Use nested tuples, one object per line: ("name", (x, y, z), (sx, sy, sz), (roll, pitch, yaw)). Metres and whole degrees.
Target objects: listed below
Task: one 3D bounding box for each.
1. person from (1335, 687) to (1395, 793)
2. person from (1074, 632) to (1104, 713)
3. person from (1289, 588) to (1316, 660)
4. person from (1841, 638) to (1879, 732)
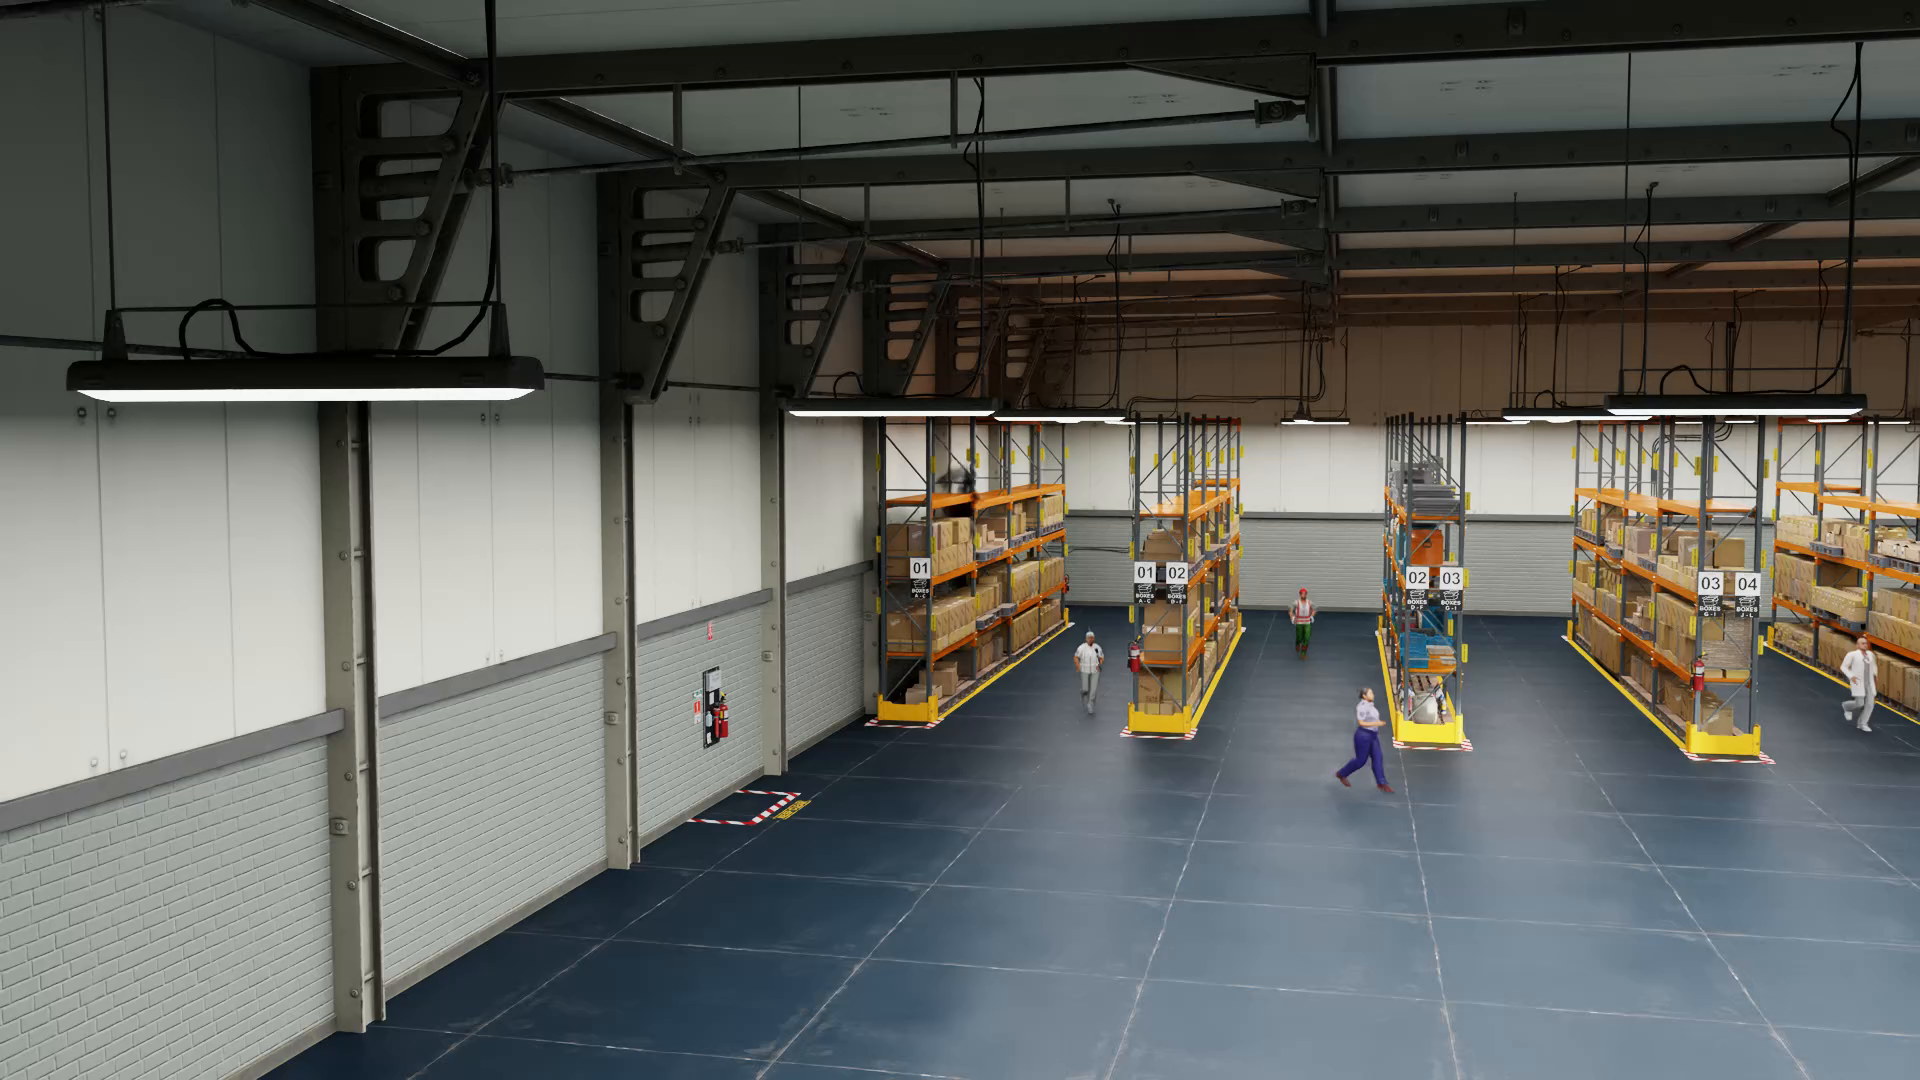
("person", (6.362, 3.118, 26.073), (0.923, 1.654, 0.604), (2, 5, 32))
("person", (2.607, 2.658, 33.422), (0.608, 1.623, 0.549), (0, 4, -2))
("person", (8.512, 2.070, 41.264), (0.655, 1.746, 0.647), (0, 4, 1))
("person", (17.097, 2.726, 31.561), (0.711, 1.743, 0.756), (0, 4, -2))
